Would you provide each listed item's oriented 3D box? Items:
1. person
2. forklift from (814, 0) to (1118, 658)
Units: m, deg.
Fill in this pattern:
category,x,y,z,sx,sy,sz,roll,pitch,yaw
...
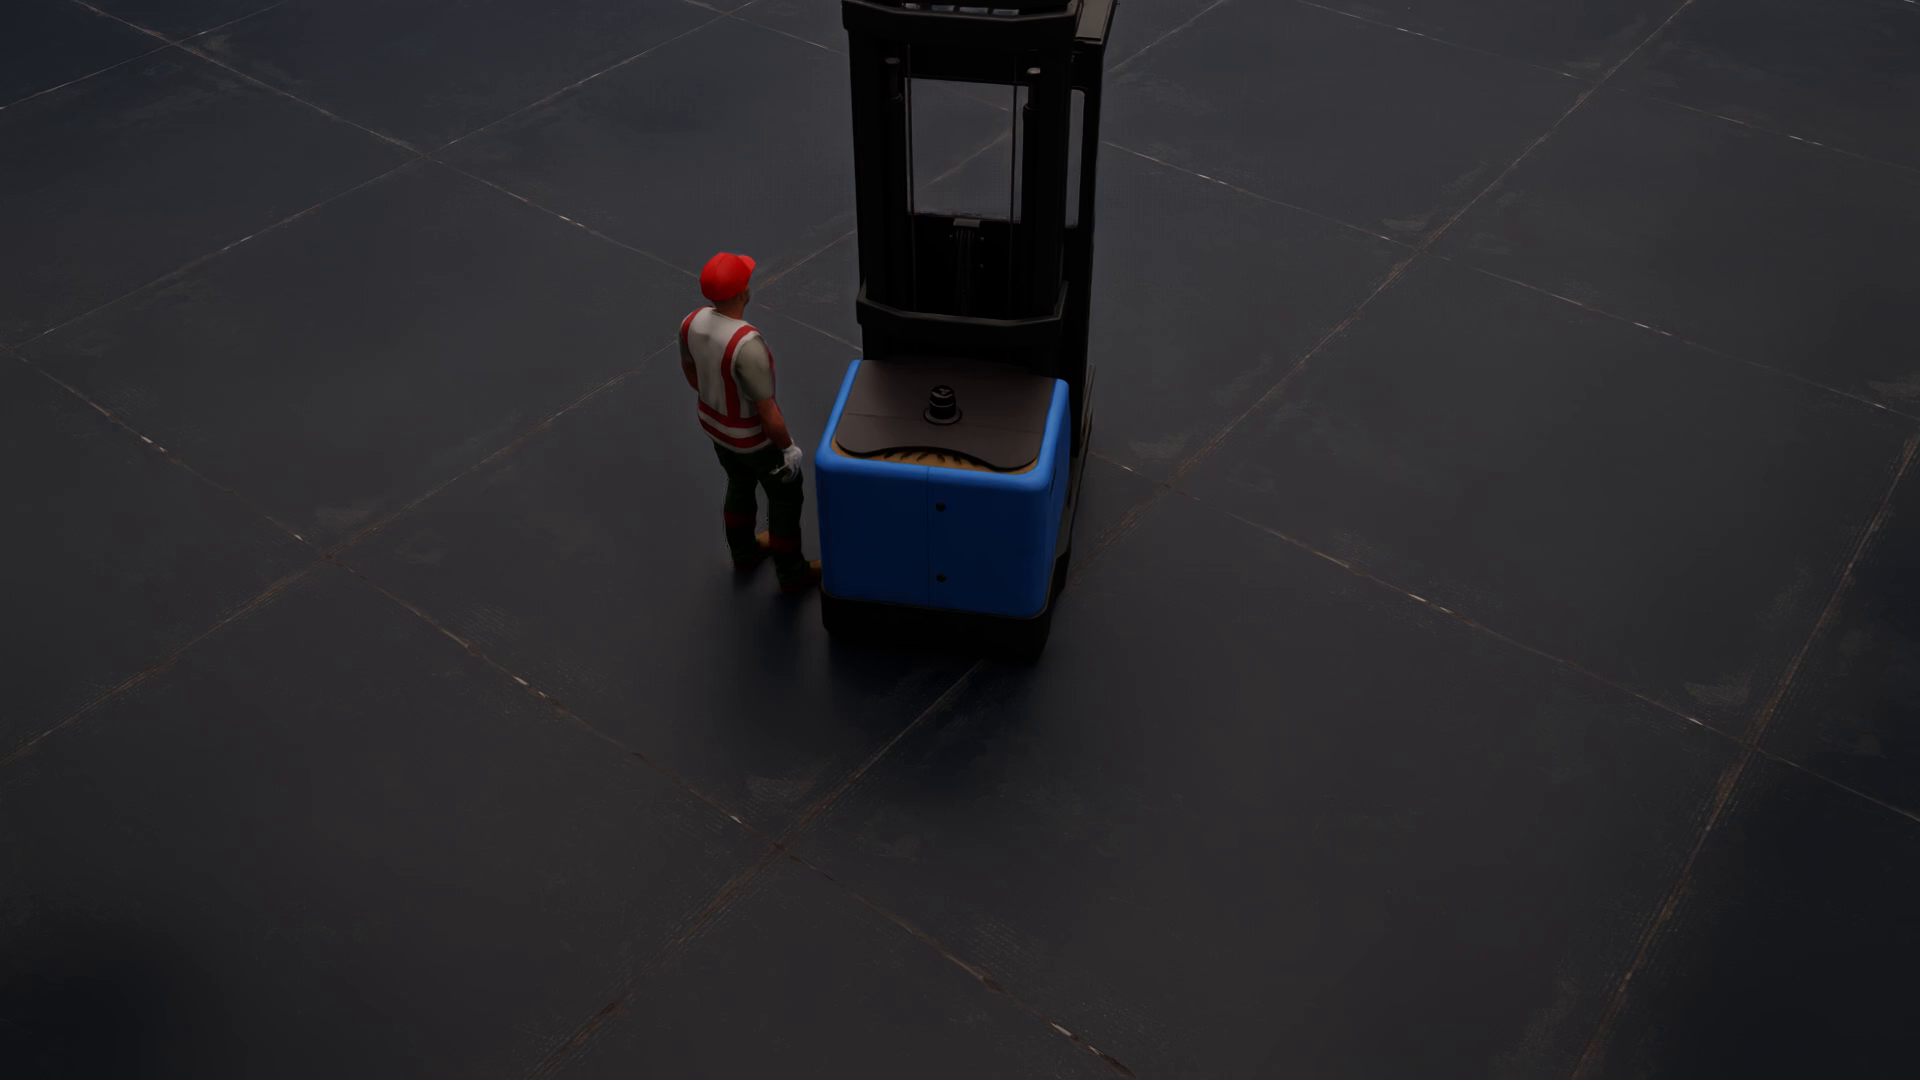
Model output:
category,x,y,z,sx,sy,sz,roll,pitch,yaw
person,-0.947,-0.535,7.585,0.694,1.789,0.462,30,49,31
forklift,0.109,-1.538,7.878,1.130,2.935,3.031,6,41,7
